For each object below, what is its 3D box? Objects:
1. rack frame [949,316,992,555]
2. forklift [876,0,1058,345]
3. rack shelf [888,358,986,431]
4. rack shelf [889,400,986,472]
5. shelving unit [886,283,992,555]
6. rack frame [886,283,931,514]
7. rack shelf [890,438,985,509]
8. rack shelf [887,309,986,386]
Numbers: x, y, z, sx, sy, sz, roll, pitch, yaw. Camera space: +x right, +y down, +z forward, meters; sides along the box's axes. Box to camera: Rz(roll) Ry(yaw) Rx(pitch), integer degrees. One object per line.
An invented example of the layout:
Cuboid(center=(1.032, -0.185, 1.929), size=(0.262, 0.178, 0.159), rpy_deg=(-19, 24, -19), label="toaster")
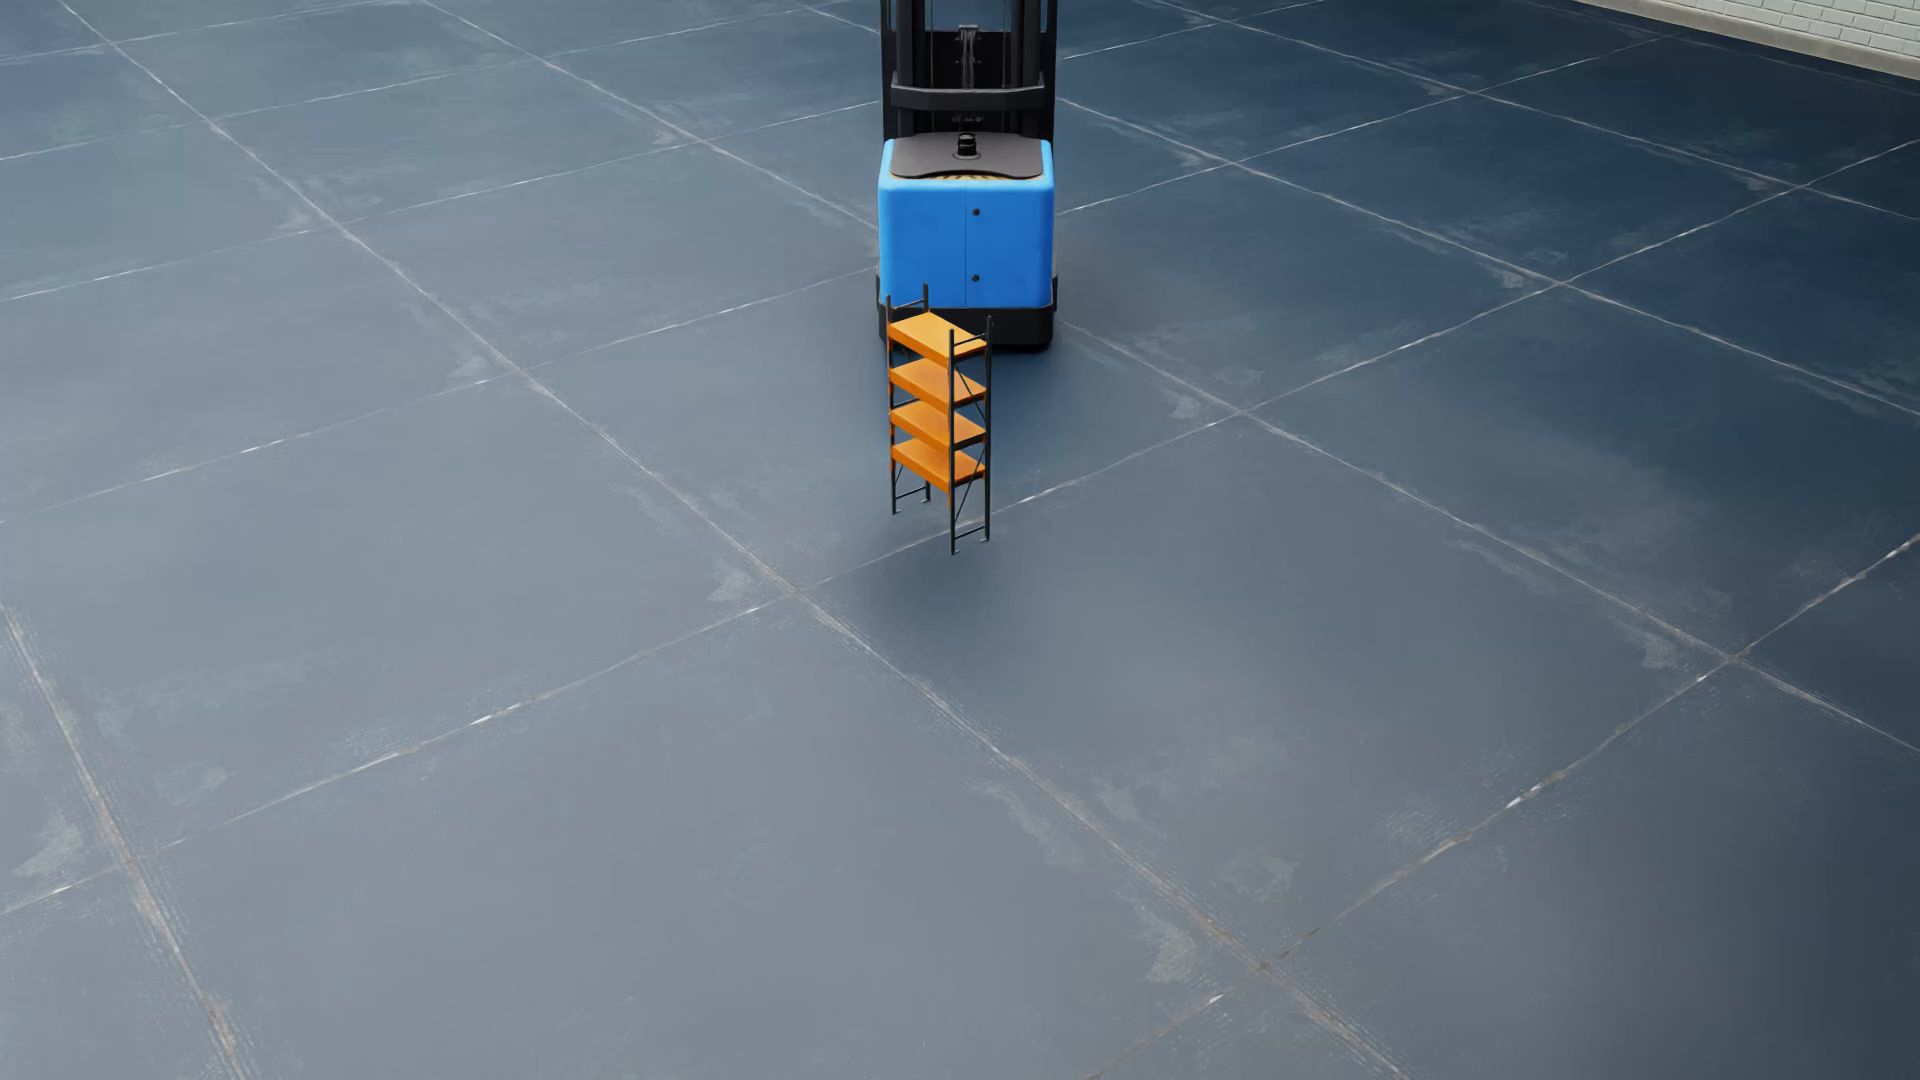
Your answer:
Cuboid(center=(0.048, -0.477, 7.881), size=(0.240, 1.200, 0.015), rpy_deg=(-22, 38, -31), label="rack frame")
Cuboid(center=(0.058, -3.160, 10.560), size=(1.130, 2.935, 3.031), rpy_deg=(0, 32, 1), label="forklift")
Cuboid(center=(-0.101, -0.712, 7.962), size=(0.258, 0.148, 0.480), rpy_deg=(-22, 38, -31), label="rack shelf")
Cuboid(center=(-0.101, -0.522, 8.080), size=(0.258, 0.148, 0.480), rpy_deg=(-22, 38, -31), label="rack shelf")
Cuboid(center=(-0.101, -0.579, 8.045), size=(0.258, 1.200, 0.503), rpy_deg=(-22, 38, -31), label="shelving unit")
Cuboid(center=(-0.251, -0.680, 8.208), size=(0.240, 1.200, 0.015), rpy_deg=(-22, 38, -31), label="rack frame")
Cuboid(center=(-0.102, -0.353, 8.185), size=(0.258, 0.148, 0.480), rpy_deg=(-22, 38, -31), label="rack shelf")
Cuboid(center=(-0.101, -0.912, 7.837), size=(0.258, 0.148, 0.480), rpy_deg=(-22, 38, -31), label="rack shelf")
